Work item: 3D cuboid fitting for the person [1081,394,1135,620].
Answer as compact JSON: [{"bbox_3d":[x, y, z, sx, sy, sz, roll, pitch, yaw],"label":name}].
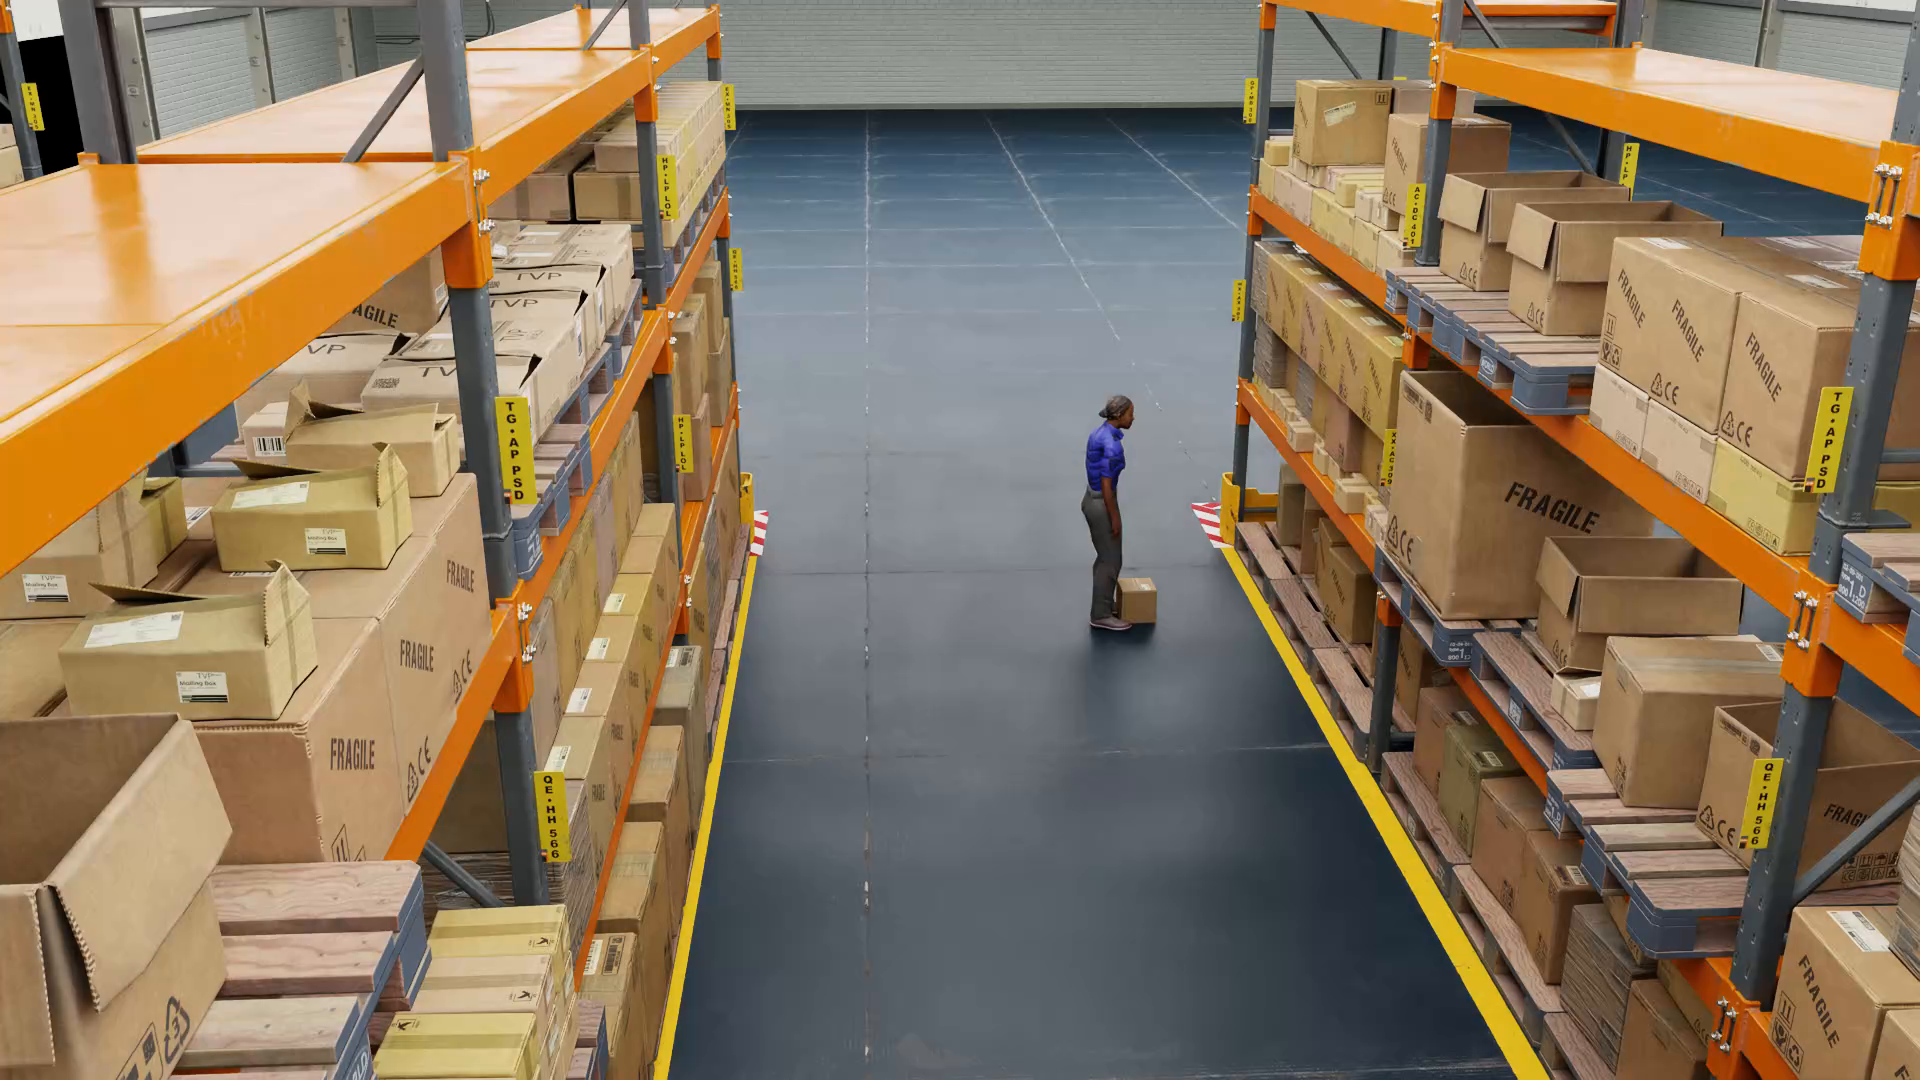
[{"bbox_3d":[1.032,-0.249,11.650,0.348,1.586,0.493,-1,21,-3],"label":"person"}]
